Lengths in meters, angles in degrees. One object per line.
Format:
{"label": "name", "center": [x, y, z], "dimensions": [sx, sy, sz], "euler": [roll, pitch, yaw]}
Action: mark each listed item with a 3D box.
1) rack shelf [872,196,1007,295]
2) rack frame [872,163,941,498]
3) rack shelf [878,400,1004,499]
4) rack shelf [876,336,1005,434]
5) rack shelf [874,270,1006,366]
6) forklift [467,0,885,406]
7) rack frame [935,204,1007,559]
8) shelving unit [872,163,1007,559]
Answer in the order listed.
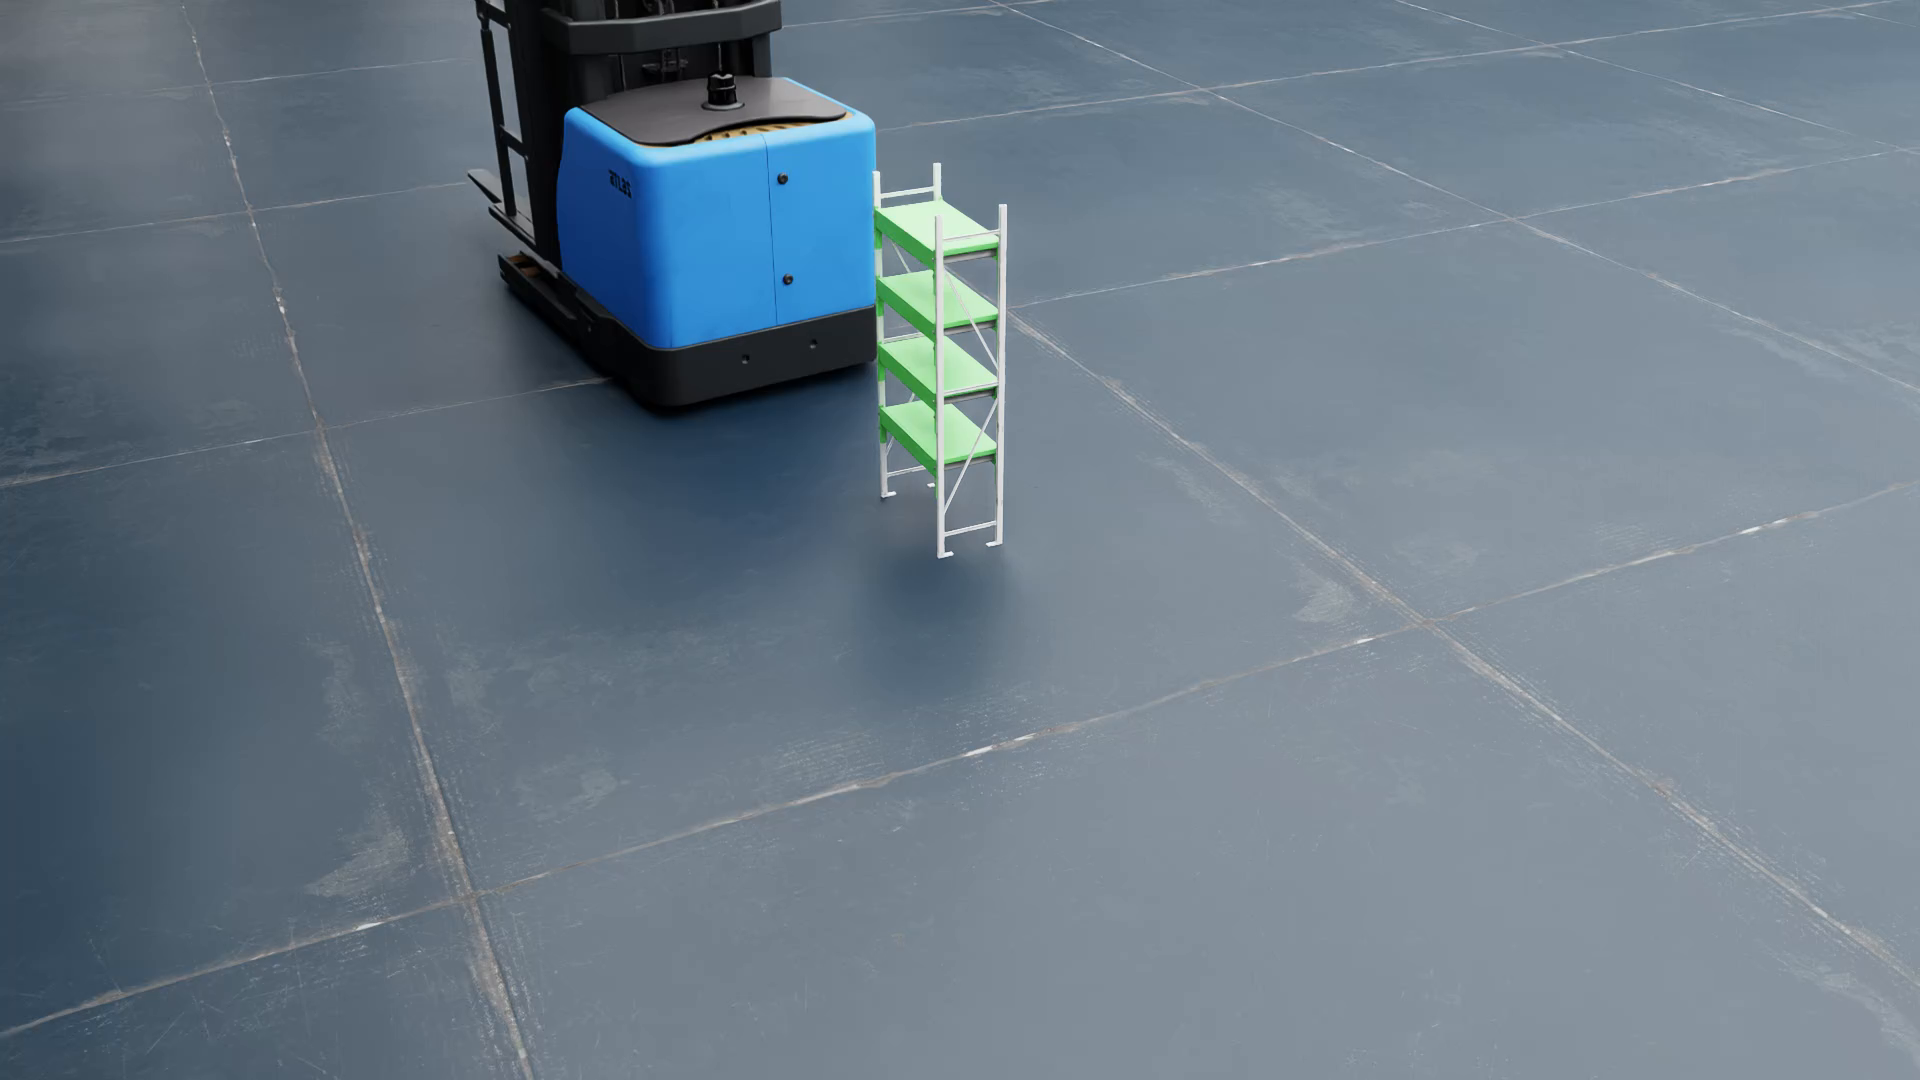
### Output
{"label": "rack shelf", "center": [-0.071, -0.959, 5.383], "dimensions": [0.258, 0.148, 0.480], "euler": [-13, 32, -22]}
{"label": "rack frame", "center": [-0.176, -0.704, 5.779], "dimensions": [0.240, 1.200, 0.015], "euler": [-13, 32, -22]}
{"label": "rack shelf", "center": [-0.071, -0.331, 5.736], "dimensions": [0.258, 0.148, 0.480], "euler": [-13, 32, -22]}
{"label": "rack shelf", "center": [-0.071, -0.541, 5.618], "dimensions": [0.258, 0.148, 0.480], "euler": [-13, 32, -22]}
{"label": "rack shelf", "center": [-0.071, -0.750, 5.501], "dimensions": [0.258, 0.148, 0.480], "euler": [-13, 32, -22]}
{"label": "forklift", "center": [-1.517, -2.486, 7.186], "dimensions": [1.130, 2.935, 3.031], "euler": [-17, 33, -27]}
{"label": "rack frame", "center": [0.034, -0.489, 5.395], "dimensions": [0.240, 1.200, 0.015], "euler": [-13, 32, -22]}
{"label": "shelving unit", "center": [-0.071, -0.596, 5.587], "dimensions": [0.258, 1.200, 0.503], "euler": [-13, 32, -22]}
